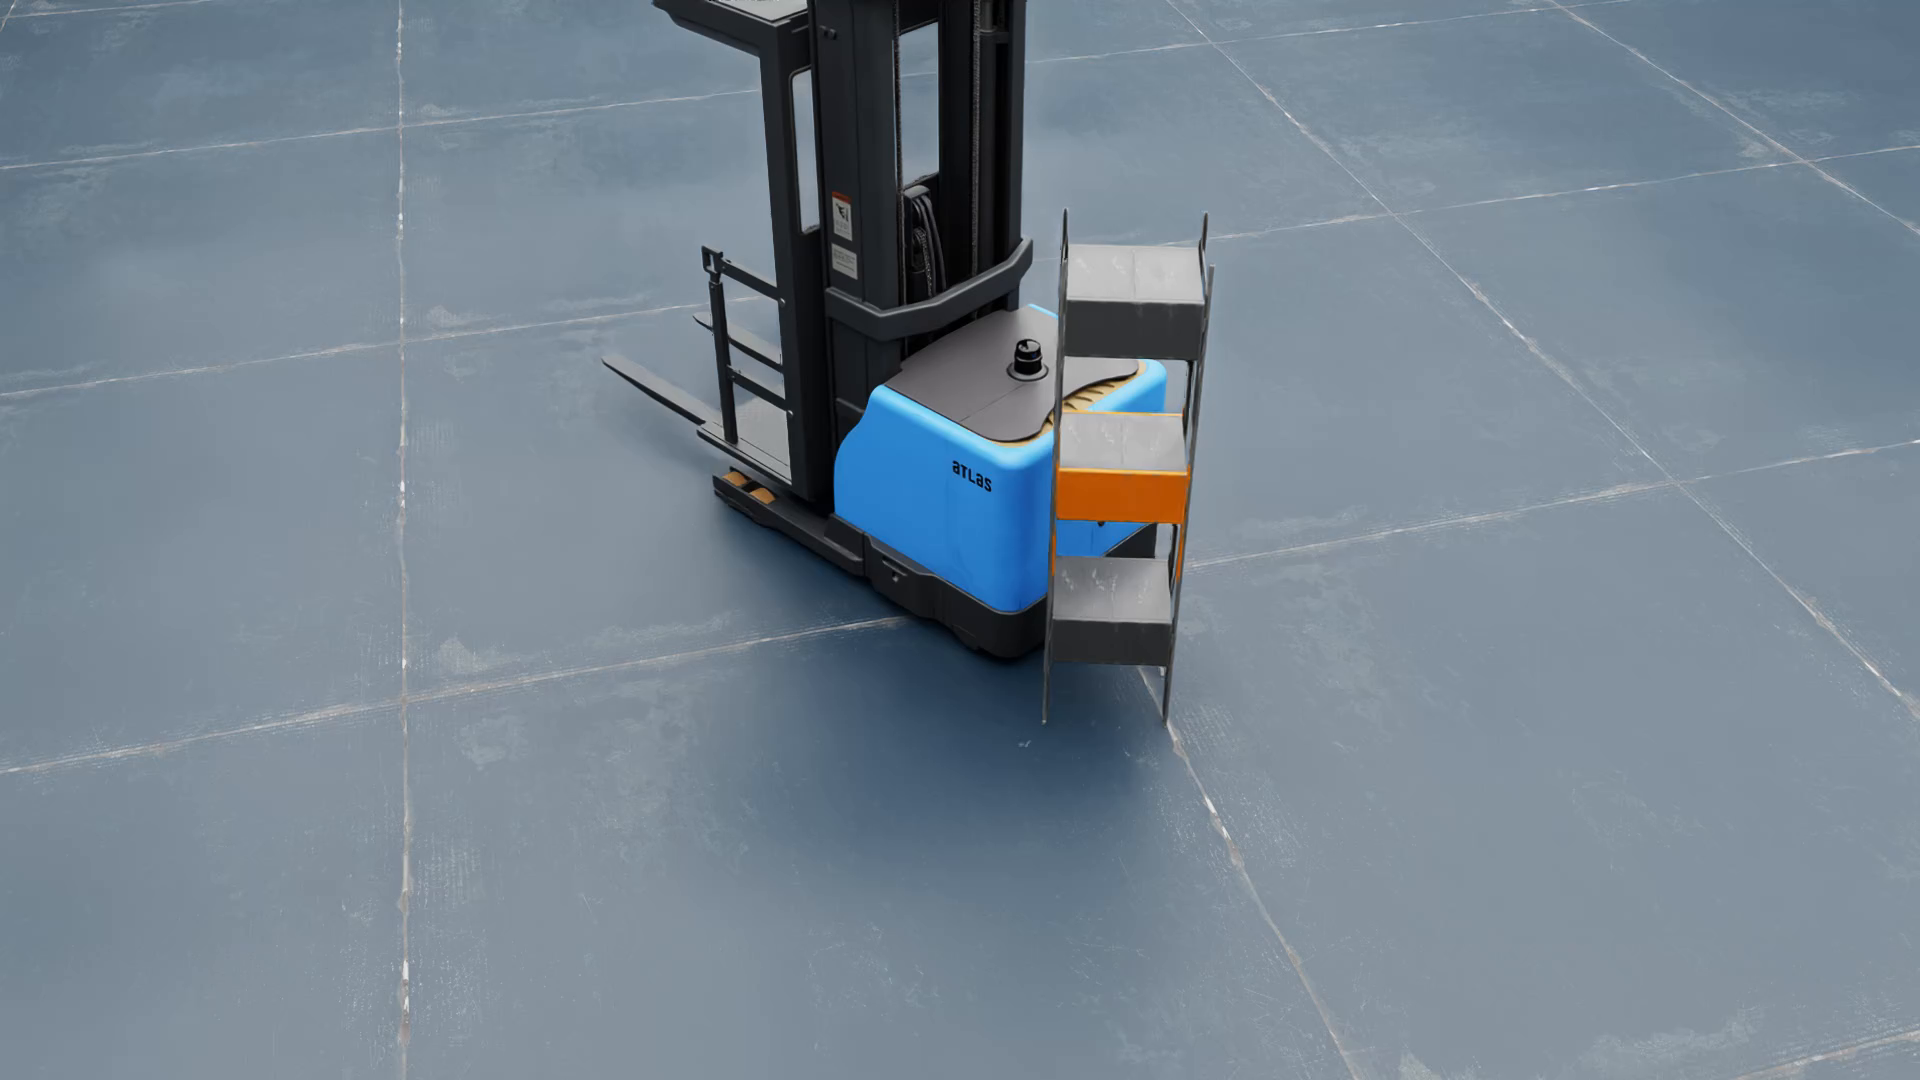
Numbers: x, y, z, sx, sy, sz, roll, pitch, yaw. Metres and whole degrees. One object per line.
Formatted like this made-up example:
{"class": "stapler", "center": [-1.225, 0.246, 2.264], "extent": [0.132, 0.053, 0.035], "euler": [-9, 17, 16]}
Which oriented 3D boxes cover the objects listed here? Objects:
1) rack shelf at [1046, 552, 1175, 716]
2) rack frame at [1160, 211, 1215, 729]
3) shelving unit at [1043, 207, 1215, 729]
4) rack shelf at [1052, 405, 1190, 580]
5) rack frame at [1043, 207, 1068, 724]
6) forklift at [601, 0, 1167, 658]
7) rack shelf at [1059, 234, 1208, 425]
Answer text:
{"class": "rack shelf", "center": [0.600, 0.369, 6.714], "extent": [0.480, 0.518, 0.431], "euler": [2, 37, 3]}
{"class": "rack frame", "center": [0.844, -0.189, 6.269], "extent": [0.015, 2.100, 0.400], "euler": [2, 37, 3]}
{"class": "shelving unit", "center": [0.600, -0.198, 6.281], "extent": [0.503, 2.100, 0.431], "euler": [2, 37, 3]}
{"class": "rack shelf", "center": [0.600, -0.187, 6.289], "extent": [0.480, 0.518, 0.431], "euler": [2, 37, 3]}
{"class": "rack frame", "center": [0.357, -0.207, 6.293], "extent": [0.015, 2.100, 0.400], "euler": [2, 37, 3]}
{"class": "forklift", "center": [-0.534, -1.448, 7.231], "extent": [3.031, 2.935, 1.130], "euler": [30, 46, 33]}
{"class": "rack shelf", "center": [0.600, -0.743, 5.864], "extent": [0.480, 0.518, 0.431], "euler": [2, 37, 3]}
